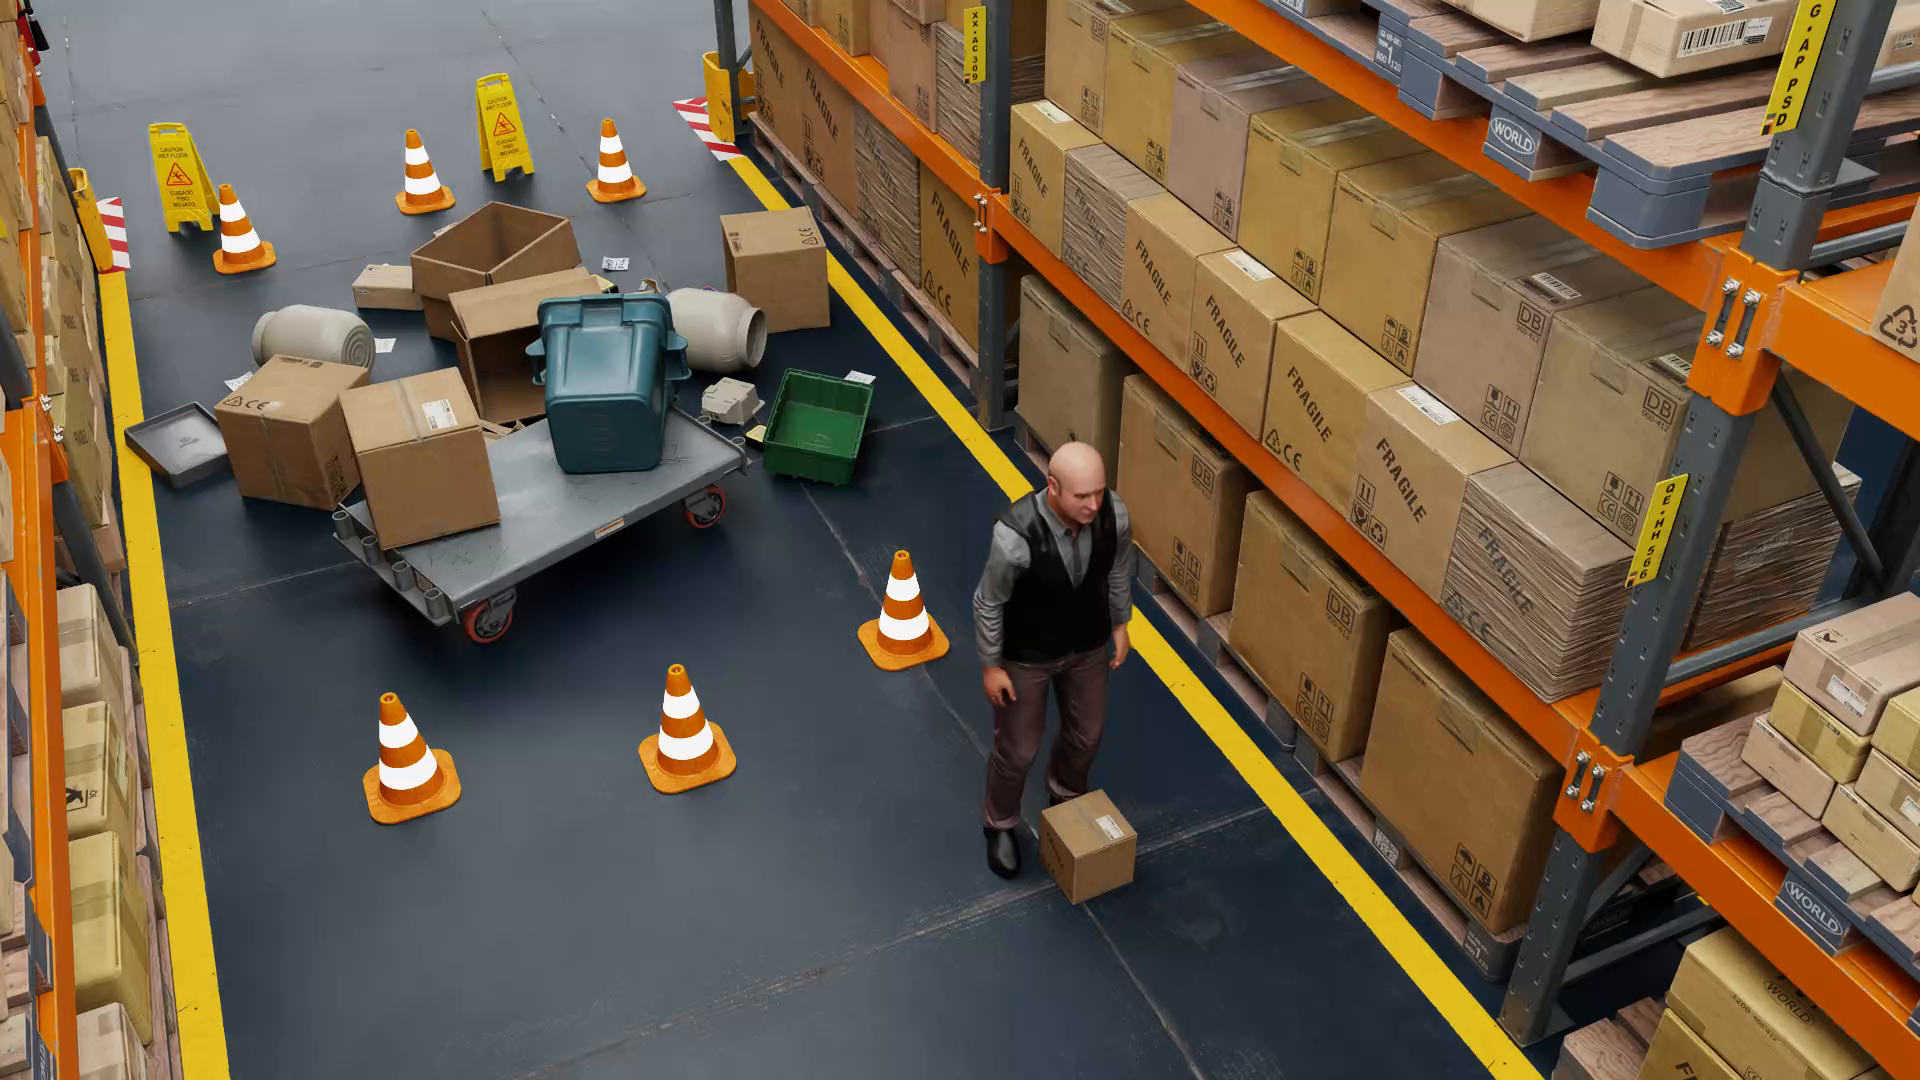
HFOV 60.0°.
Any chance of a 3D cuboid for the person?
[{"bbox_3d":[0.313,0.380,5.704,0.587,1.562,0.412,-16,40,-21],"label":"person"}]
